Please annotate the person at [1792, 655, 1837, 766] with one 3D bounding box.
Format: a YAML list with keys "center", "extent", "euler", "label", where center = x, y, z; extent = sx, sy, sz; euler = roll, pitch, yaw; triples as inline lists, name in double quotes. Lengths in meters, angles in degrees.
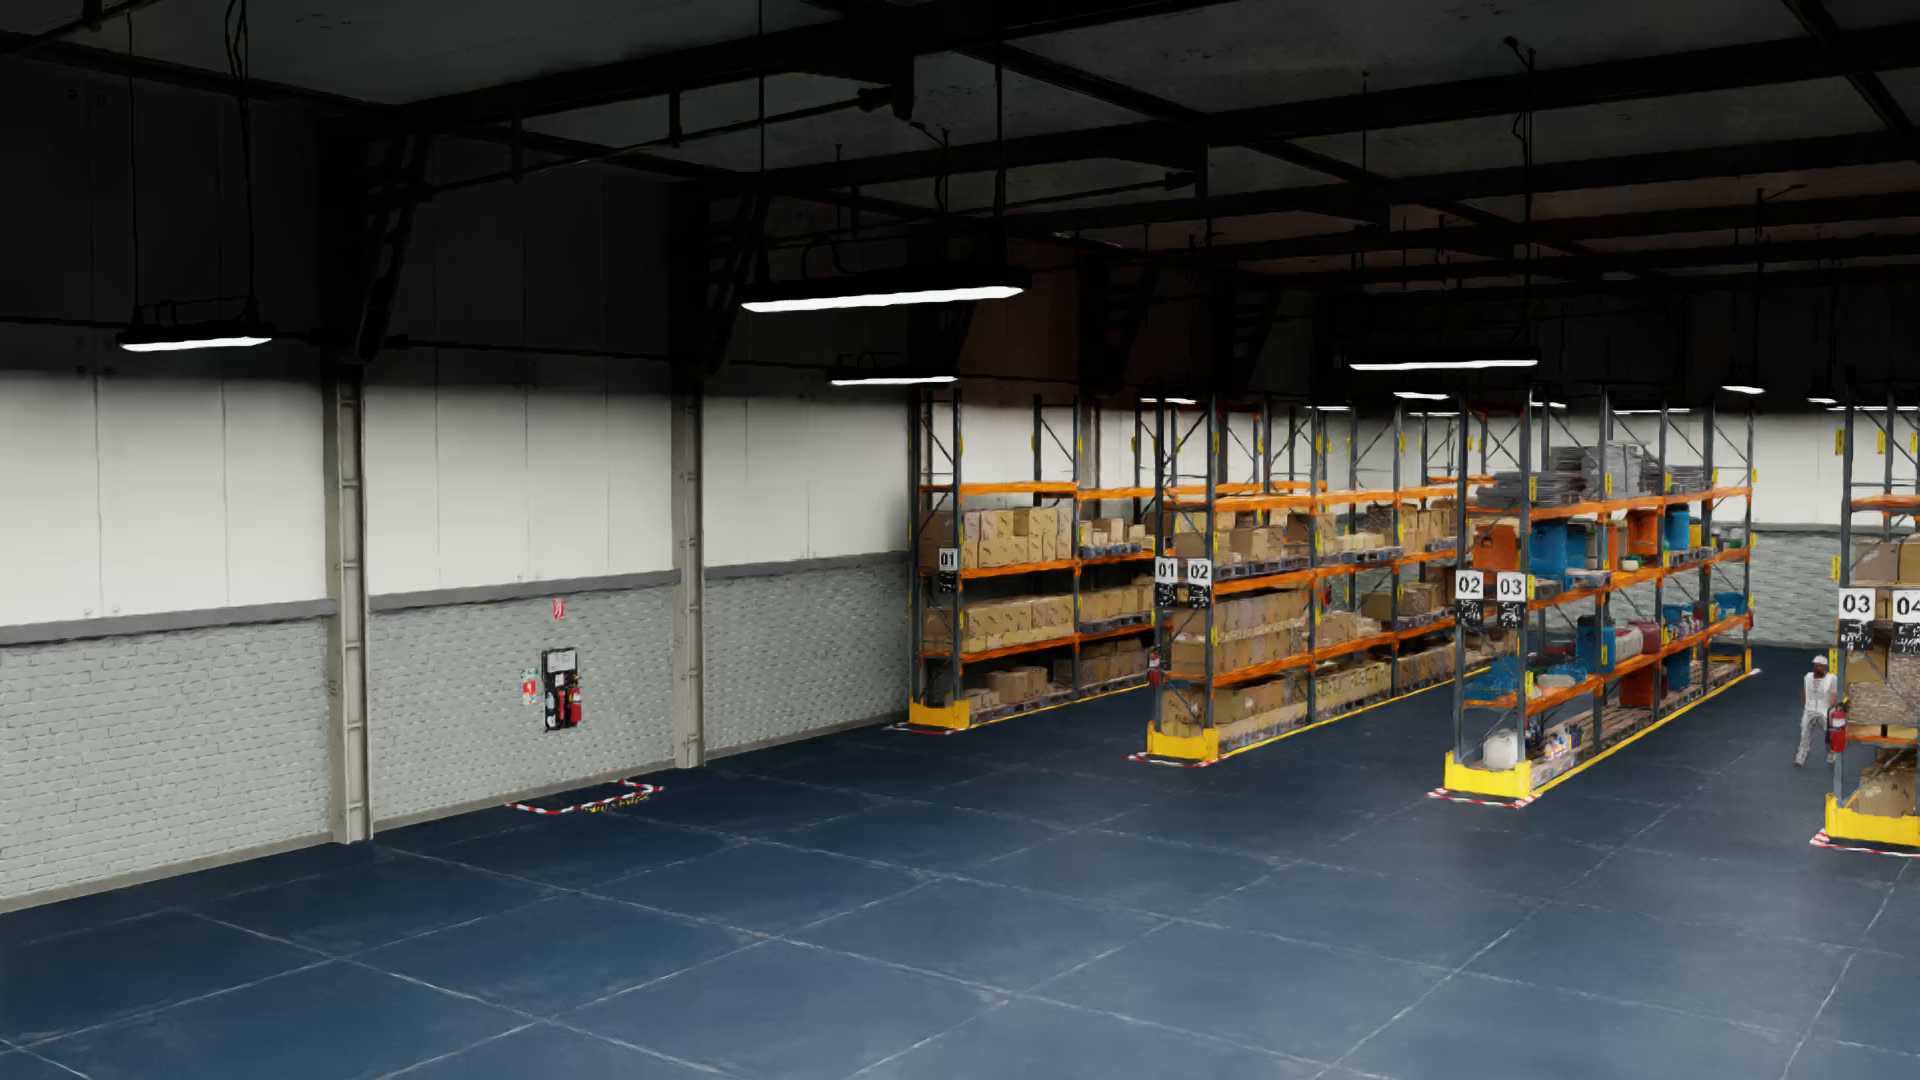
- center: [13.369, 2.649, 25.880]
  extent: [0.555, 1.721, 1.024]
  euler: [3, 5, 45]
  label: "person"
